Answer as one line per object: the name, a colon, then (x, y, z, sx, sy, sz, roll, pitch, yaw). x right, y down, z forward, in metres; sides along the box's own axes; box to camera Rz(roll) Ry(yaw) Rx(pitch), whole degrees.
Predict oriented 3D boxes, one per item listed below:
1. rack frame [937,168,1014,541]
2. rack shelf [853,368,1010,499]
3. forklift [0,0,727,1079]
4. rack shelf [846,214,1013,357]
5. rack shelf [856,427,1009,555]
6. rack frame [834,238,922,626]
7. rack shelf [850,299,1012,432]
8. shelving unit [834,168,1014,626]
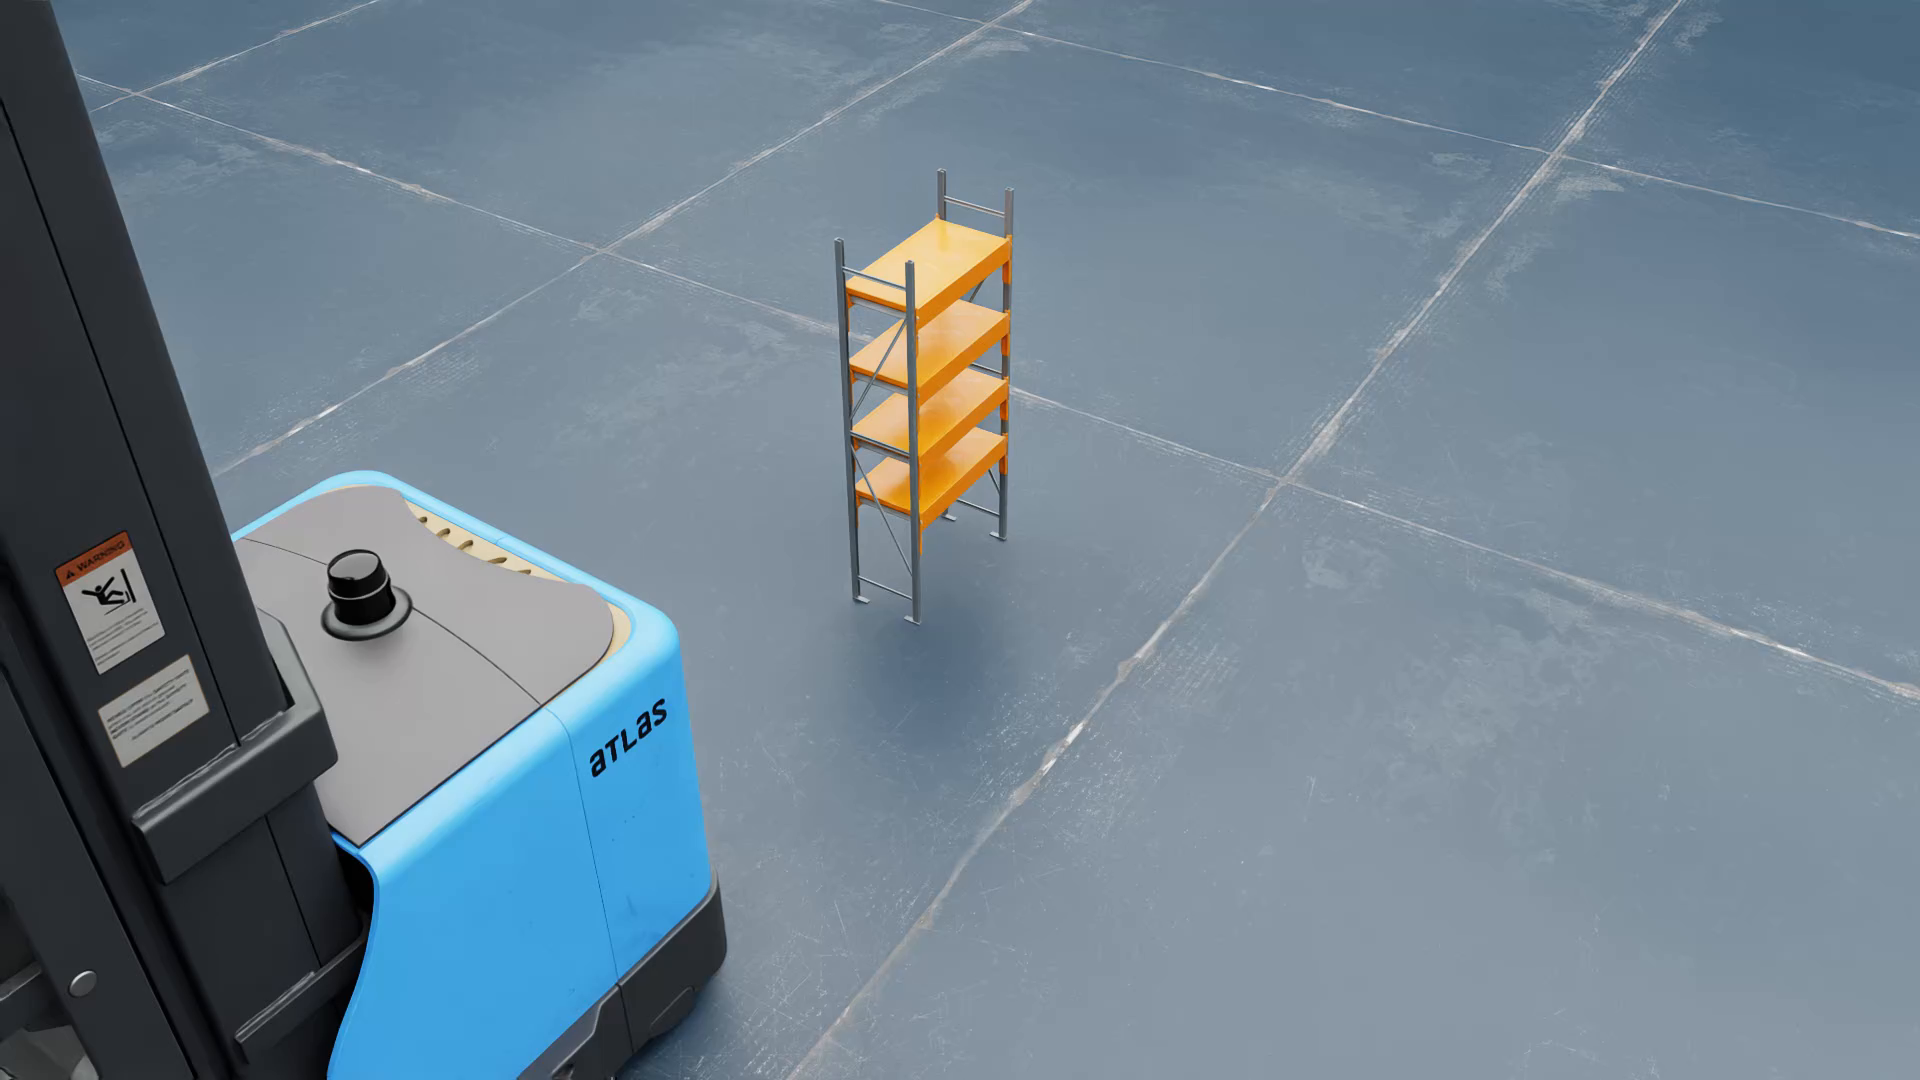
rack frame: (0.042, -0.516, 4.936, 0.240, 1.200, 0.015, 21, 42, 25)
rack shelf: (-0.089, -0.337, 4.814, 0.258, 0.148, 0.480, 21, 42, 25)
forklift: (-1.799, 0.416, 2.310, 1.130, 2.935, 3.031, 23, 43, 27)
rack shelf: (-0.089, -0.701, 4.533, 0.258, 0.148, 0.480, 21, 42, 25)
rack shelf: (-0.089, -0.179, 4.935, 0.258, 0.148, 0.480, 21, 42, 25)
rack frame: (-0.219, -0.264, 4.610, 0.240, 1.200, 0.015, 21, 42, 25)
rack shelf: (-0.089, -0.514, 4.677, 0.258, 0.148, 0.480, 21, 42, 25)
shelving unit: (-0.089, -0.390, 4.773, 0.258, 1.200, 0.503, 21, 42, 25)
